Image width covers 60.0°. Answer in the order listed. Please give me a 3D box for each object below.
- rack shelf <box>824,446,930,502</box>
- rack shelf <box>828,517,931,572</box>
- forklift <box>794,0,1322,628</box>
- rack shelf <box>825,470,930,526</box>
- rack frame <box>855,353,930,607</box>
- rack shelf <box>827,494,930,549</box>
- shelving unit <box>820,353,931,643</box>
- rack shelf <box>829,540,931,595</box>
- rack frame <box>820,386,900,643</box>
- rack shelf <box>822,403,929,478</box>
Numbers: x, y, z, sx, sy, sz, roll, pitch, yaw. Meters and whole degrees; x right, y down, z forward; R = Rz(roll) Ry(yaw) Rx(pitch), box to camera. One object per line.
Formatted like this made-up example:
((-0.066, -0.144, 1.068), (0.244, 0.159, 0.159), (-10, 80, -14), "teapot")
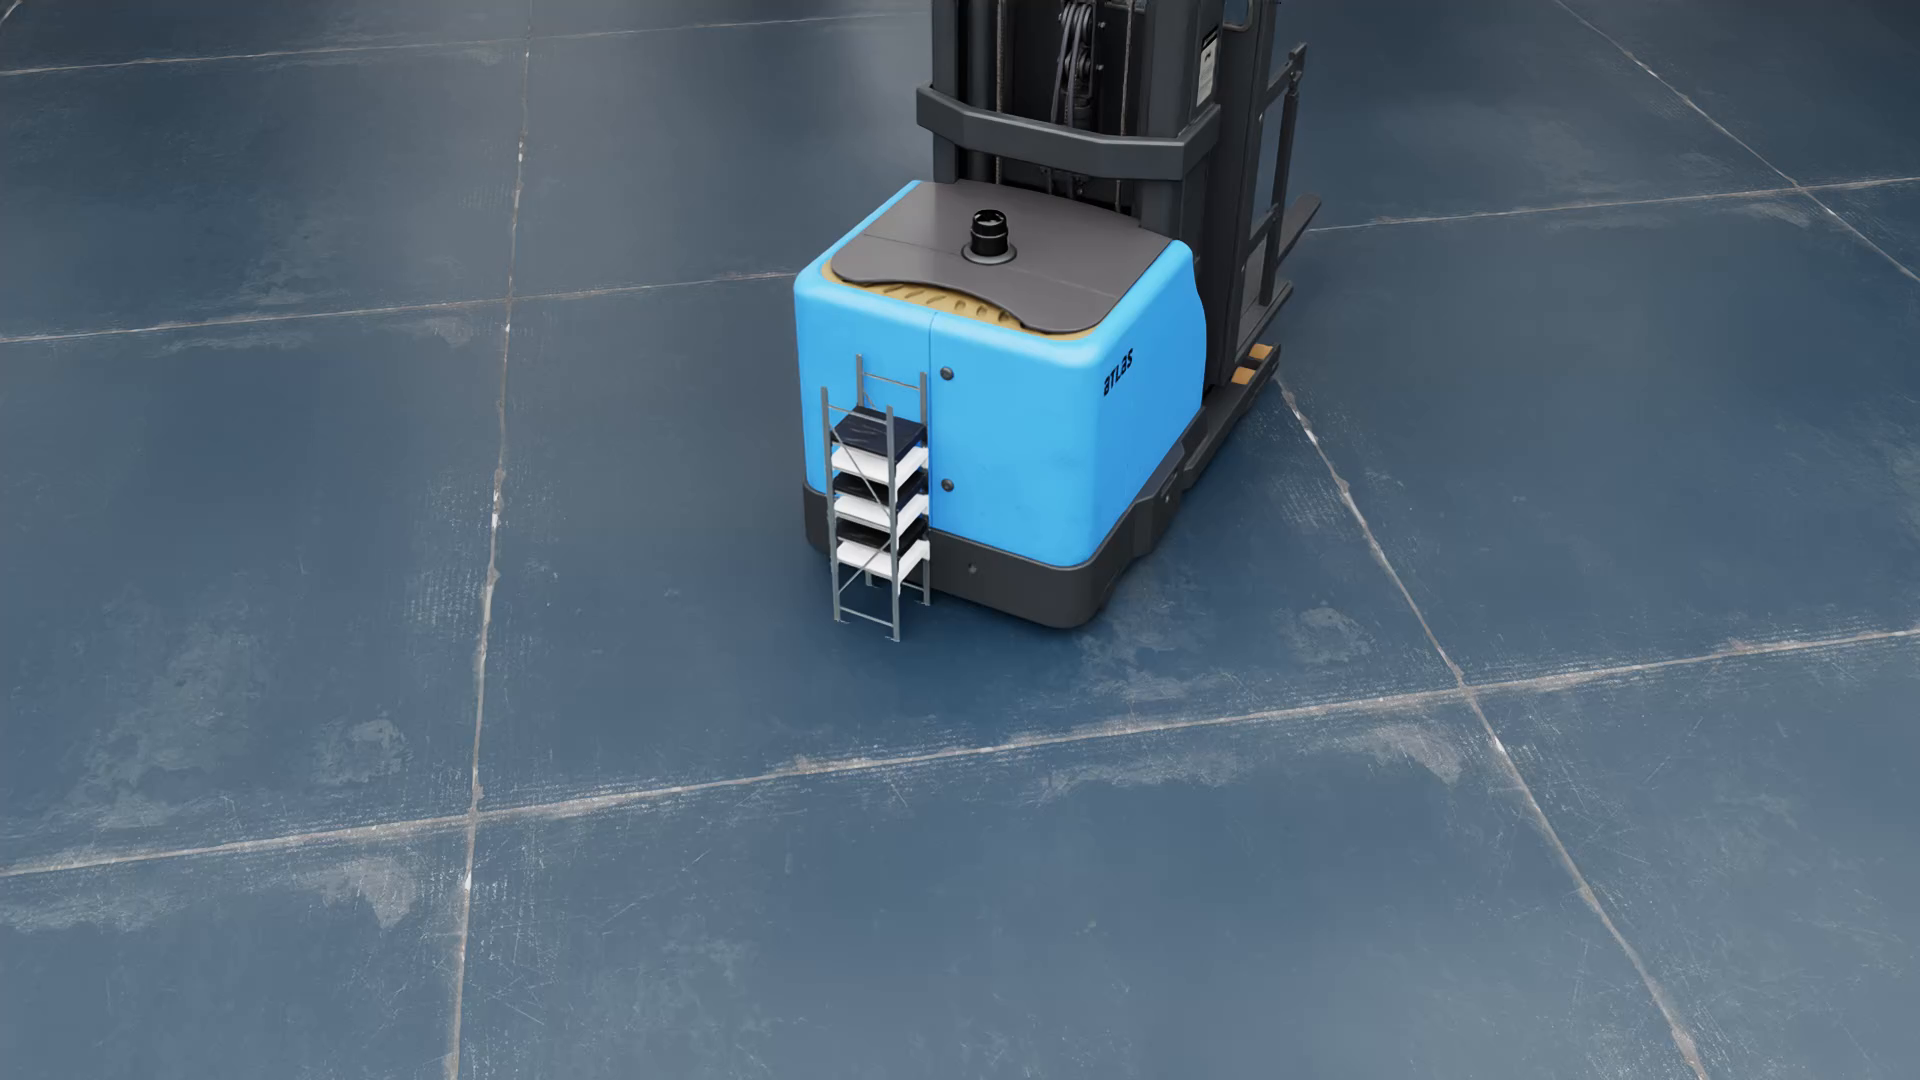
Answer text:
((-0.253, -0.232, 5.076), (0.258, 0.077, 0.200), (18, 41, 21), "rack shelf")
((-0.253, -0.019, 5.242), (0.258, 0.077, 0.200), (18, 41, 21), "rack shelf")
((0.602, -1.770, 5.639), (1.130, 2.935, 3.031), (18, 41, 21), "forklift")
((-0.253, -0.161, 5.131), (0.258, 0.077, 0.200), (18, 41, 21), "rack shelf")
((-0.207, -0.172, 5.237), (0.240, 0.900, 0.006), (18, 41, 21), "rack frame")
((-0.253, -0.090, 5.186), (0.258, 0.077, 0.200), (18, 41, 21), "rack shelf")
((-0.253, -0.116, 5.166), (0.258, 0.900, 0.210), (18, 41, 21), "shelving unit")
((-0.253, 0.052, 5.297), (0.258, 0.077, 0.200), (18, 41, 21), "rack shelf")
((-0.300, -0.061, 5.095), (0.240, 0.900, 0.006), (18, 41, 21), "rack frame")
((-0.253, -0.303, 5.021), (0.258, 0.077, 0.200), (18, 41, 21), "rack shelf")
